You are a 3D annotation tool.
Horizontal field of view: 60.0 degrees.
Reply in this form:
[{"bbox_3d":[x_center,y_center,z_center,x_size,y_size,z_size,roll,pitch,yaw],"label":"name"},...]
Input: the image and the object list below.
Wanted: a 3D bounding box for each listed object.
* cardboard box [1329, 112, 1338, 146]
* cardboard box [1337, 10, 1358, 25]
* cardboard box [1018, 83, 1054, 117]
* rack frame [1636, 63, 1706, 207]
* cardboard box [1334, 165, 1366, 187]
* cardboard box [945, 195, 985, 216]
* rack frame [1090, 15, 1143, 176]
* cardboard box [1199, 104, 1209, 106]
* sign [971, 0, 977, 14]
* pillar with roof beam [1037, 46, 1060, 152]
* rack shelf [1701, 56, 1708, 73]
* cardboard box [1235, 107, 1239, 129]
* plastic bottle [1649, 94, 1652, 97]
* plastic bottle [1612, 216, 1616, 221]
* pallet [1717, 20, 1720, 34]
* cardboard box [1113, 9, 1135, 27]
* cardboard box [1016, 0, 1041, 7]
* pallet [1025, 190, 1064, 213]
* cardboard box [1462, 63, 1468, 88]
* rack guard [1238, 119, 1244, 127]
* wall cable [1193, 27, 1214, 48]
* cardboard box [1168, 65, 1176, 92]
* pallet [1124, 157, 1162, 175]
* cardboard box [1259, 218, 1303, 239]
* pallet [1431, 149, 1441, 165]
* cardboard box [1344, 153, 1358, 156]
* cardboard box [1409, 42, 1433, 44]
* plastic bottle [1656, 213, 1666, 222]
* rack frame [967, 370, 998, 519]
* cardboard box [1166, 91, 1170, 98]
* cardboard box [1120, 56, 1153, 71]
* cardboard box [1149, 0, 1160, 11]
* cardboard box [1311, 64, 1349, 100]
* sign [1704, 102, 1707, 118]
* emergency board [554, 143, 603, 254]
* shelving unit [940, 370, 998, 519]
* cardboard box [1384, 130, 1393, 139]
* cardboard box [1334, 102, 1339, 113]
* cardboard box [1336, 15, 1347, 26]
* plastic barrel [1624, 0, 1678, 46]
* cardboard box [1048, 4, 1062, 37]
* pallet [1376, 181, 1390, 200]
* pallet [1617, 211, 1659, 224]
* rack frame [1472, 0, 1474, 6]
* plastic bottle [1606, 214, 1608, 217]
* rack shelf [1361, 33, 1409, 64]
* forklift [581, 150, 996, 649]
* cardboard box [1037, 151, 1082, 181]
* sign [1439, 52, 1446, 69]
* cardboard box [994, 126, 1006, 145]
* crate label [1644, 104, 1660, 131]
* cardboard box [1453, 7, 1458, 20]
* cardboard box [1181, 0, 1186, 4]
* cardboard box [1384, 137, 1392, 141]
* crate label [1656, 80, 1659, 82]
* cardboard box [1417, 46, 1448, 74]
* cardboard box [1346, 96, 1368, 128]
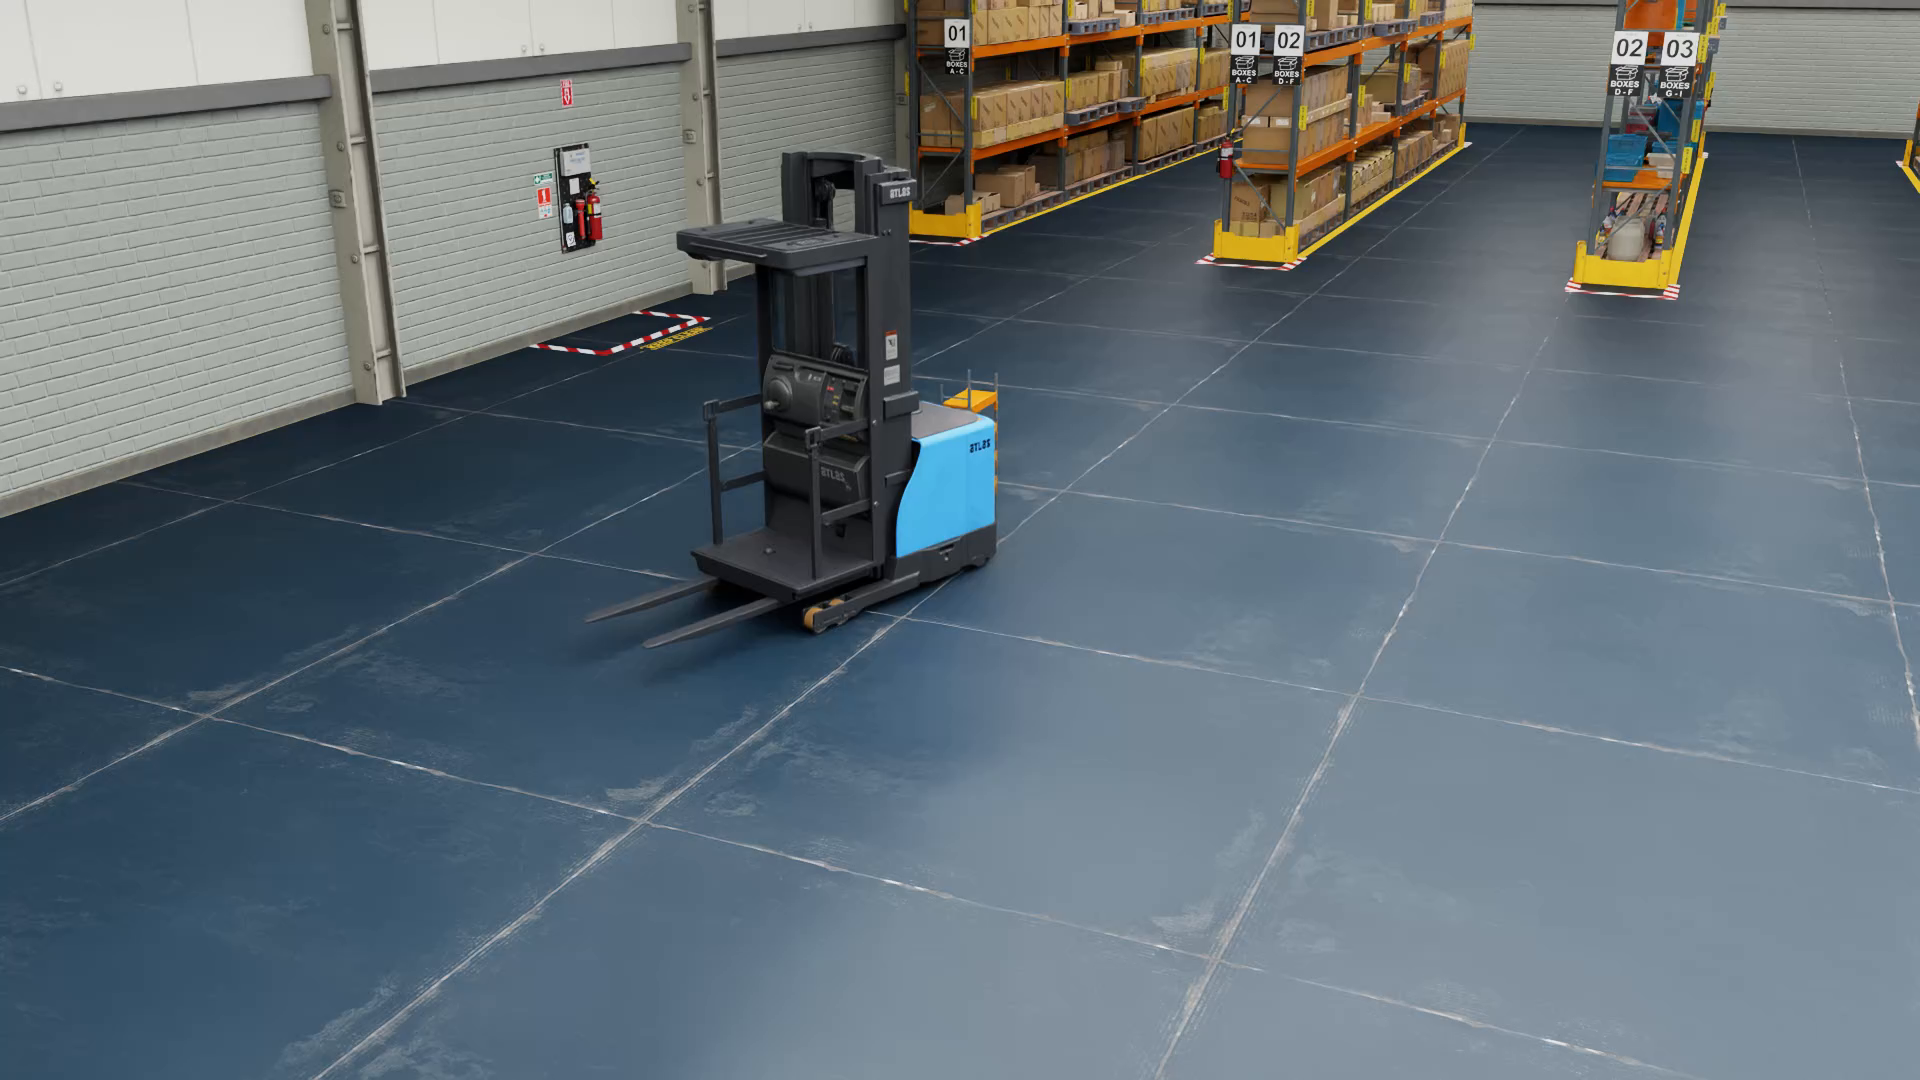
[{"bbox_3d":[5.484,-6.431,25.926,0.700,0.500,0.500,8,21,22],"label":"cardboard box"},{"bbox_3d":[6.131,-8.410,26.761,0.500,0.250,0.500,11,22,28],"label":"cardboard box"},{"bbox_3d":[1.238,-7.313,27.630,0.500,0.500,0.500,8,21,22],"label":"cardboard box"},{"bbox_3d":[12.025,-7.224,28.307,1.000,3.000,0.127,9,21,23],"label":"rack frame"},{"bbox_3d":[6.476,-6.094,27.766,0.500,0.311,0.500,8,21,22],"label":"cardboard box"},{"bbox_3d":[0.076,-5.278,26.189,0.500,0.311,0.500,6,20,17],"label":"cardboard box"},{"bbox_3d":[2.987,-8.584,32.129,1.000,3.000,0.127,9,21,23],"label":"rack frame"},{"bbox_3d":[5.419,-9.805,37.699,0.380,0.149,0.250,9,21,23],"label":"cardboard box"},{"bbox_3d":[0.206,-7.889,24.394,0.100,0.325,0.005,9,21,23],"label":"sign"},{"bbox_3d":[5.593,-10.541,28.679,9.100,9.000,0.400,9,21,23],"label":"pillar with roof beam"},{"bbox_3d":[11.206,-7.687,26.205,1.077,0.370,4.000,9,21,23],"label":"rack shelf"},{"bbox_3d":[6.068,-9.822,38.714,0.700,0.500,0.500,9,21,23],"label":"cardboard box"},{"bbox_3d":[13.069,-8.298,31.499,0.061,0.283,0.133,9,21,23],"label":"plastic bottle"},{"bbox_3d":[9.575,-4.626,24.415,0.097,0.271,0.097,0,20,0],"label":"plastic bottle"},{"bbox_3d":[12.428,-8.769,28.455,1.003,0.211,1.213,9,21,23],"label":"pallet"},{"bbox_3d":[2.939,-9.707,30.915,0.500,0.311,0.500,9,21,23],"label":"cardboard box"},{"bbox_3d":[0.972,-8.782,26.537,0.500,0.500,0.500,8,21,21],"label":"cardboard box"},{"bbox_3d":[1.106,-5.837,28.567,1.003,0.211,1.213,9,21,23],"label":"pallet"},{"bbox_3d":[10.849,-10.224,36.591,0.500,0.500,0.500,9,22,24],"label":"cardboard box"},{"bbox_3d":[6.273,-9.859,39.445,1.175,0.500,0.348,9,21,23],"label":"rack guard"},{"bbox_3d":[5.924,-12.029,40.301,0.084,1.984,1.851,9,21,23],"label":"wall cable"},{"bbox_3d":[4.053,-9.365,33.701,0.500,0.500,0.500,9,22,24],"label":"cardboard box"},{"bbox_3d":[3.379,-7.501,33.245,1.003,0.211,1.213,9,21,23],"label":"pallet"},{"bbox_3d":[4.654,-4.495,24.110,0.500,0.250,0.500,9,21,23],"label":"cardboard box"},{"bbox_3d":[9.428,-8.024,34.716,1.003,0.211,1.213,9,21,23],"label":"pallet"},{"bbox_3d":[6.818,-6.790,29.726,0.500,0.311,0.500,8,21,21],"label":"cardboard box"},{"bbox_3d":[9.738,-10.301,35.316,0.500,0.500,0.500,8,21,22],"label":"cardboard box"},{"bbox_3d":[10.176,-4.567,24.131,0.144,0.351,0.185,8,21,22],"label":"plastic bottle"},{"bbox_3d":[0.168,-0.691,12.620,0.240,1.200,0.015,9,21,23],"label":"rack frame"},{"bbox_3d":[4.065,-9.094,33.907,0.380,0.149,0.250,9,22,24],"label":"cardboard box"},{"bbox_3d":[3.420,-9.246,32.249,0.500,0.250,0.500,9,22,24],"label":"cardboard box"},{"bbox_3d":[3.541,-10.744,32.921,0.700,0.500,0.500,10,22,25],"label":"cardboard box"},{"bbox_3d":[5.694,-7.204,26.165,0.700,0.500,0.500,9,21,23],"label":"cardboard box"},{"bbox_3d":[12.530,-7.228,28.073,0.100,0.325,0.005,9,21,23],"label":"sign"},{"bbox_3d":[-4.295,-3.887,18.921,0.194,1.169,0.643,9,21,23],"label":"emergency board"},{"bbox_3d":[0.068,-0.616,12.410,0.258,1.200,0.503,9,21,23],"label":"shelving unit"},{"bbox_3d":[8.111,-7.937,32.266,0.500,0.250,0.500,8,21,22],"label":"cardboard box"},{"bbox_3d":[5.639,-6.687,25.677,0.380,0.149,0.250,9,21,23],"label":"cardboard box"},{"bbox_3d":[5.625,-7.835,25.086,0.380,0.149,0.250,9,21,23],"label":"cardboard box"},{"bbox_3d":[8.832,-6.758,21.252,0.600,0.830,0.708,9,21,23],"label":"plastic barrel"},{"bbox_3d":[1.367,-8.642,27.636,0.500,0.500,0.500,9,22,24],"label":"cardboard box"},{"bbox_3d":[7.135,-6.345,29.996,1.003,0.211,1.213,9,21,23],"label":"pallet"},{"bbox_3d":[10.674,-4.933,26.025,1.003,0.211,1.213,9,21,23],"label":"pallet"},{"bbox_3d":[10.784,-13.177,36.092,1.000,3.000,0.127,9,21,23],"label":"rack frame"},{"bbox_3d":[9.495,-4.637,24.428,0.061,0.283,0.133,10,22,25],"label":"plastic bottle"},{"bbox_3d":[6.689,-8.368,28.120,1.077,0.370,4.000,9,21,23],"label":"rack shelf"},{"bbox_3d":[-1.105,-0.972,10.826,1.130,2.935,3.031,17,26,40],"label":"forklift"},{"bbox_3d":[1.801,-6.783,30.138,0.700,0.500,0.500,8,21,22],"label":"cardboard box"},{"bbox_3d":[9.654,-9.599,33.254,0.100,0.325,0.005,9,21,23],"label":"sign"},{"bbox_3d":[0.400,-6.343,26.023,0.500,0.250,0.500,8,21,21],"label":"cardboard box"},{"bbox_3d":[11.372,-6.975,27.551,0.502,0.435,0.616,9,21,23],"label":"crate label"},{"bbox_3d":[9.985,-10.890,34.362,0.500,0.250,0.500,9,21,23],"label":"cardboard box"},{"bbox_3d":[4.691,-11.636,35.681,0.500,0.250,0.500,9,21,23],"label":"cardboard box"},{"bbox_3d":[8.098,-7.572,32.359,0.500,0.500,0.500,8,21,21],"label":"cardboard box"},{"bbox_3d":[14.900,-9.589,35.116,0.416,0.233,0.303,9,21,23],"label":"crate label"},{"bbox_3d":[9.595,-9.752,33.771,0.500,0.500,0.500,9,22,24],"label":"cardboard box"},{"bbox_3d":[6.620,-7.276,28.303,0.500,0.500,0.500,9,21,23],"label":"cardboard box"}]
